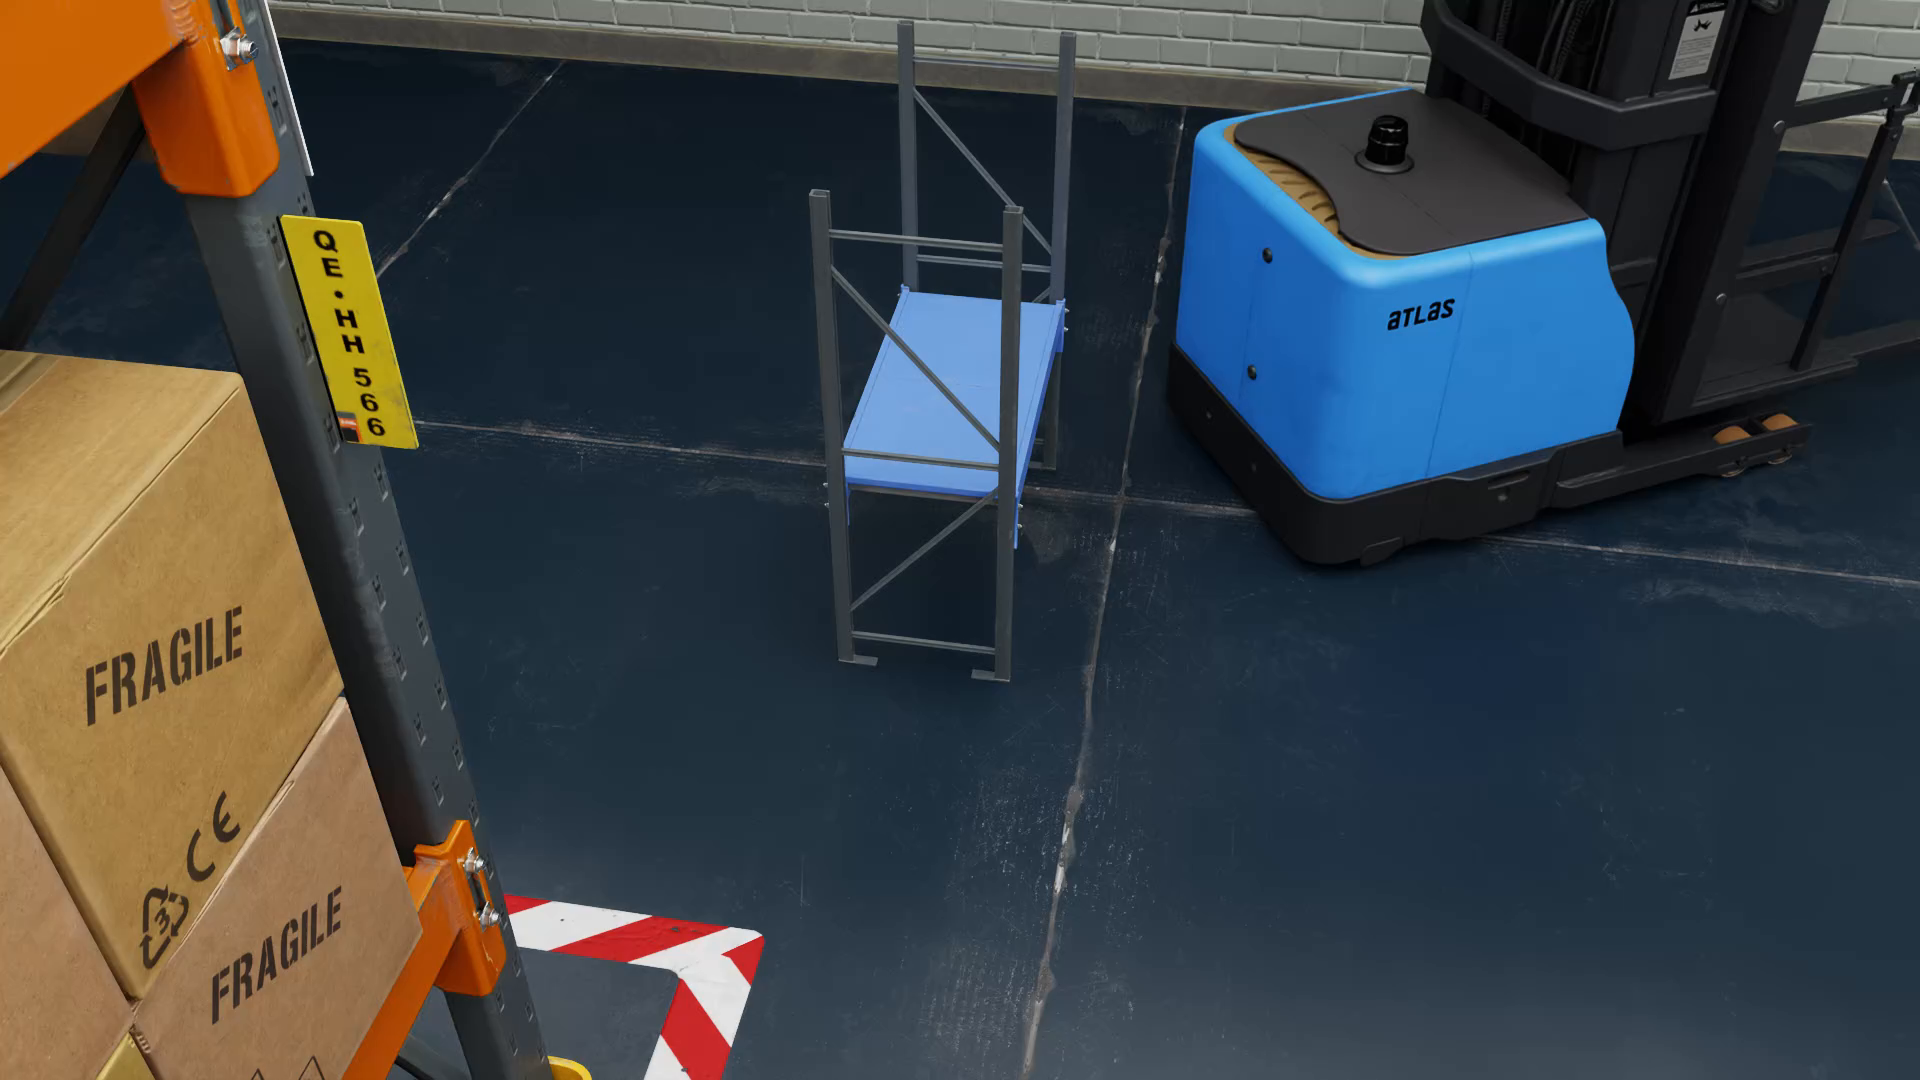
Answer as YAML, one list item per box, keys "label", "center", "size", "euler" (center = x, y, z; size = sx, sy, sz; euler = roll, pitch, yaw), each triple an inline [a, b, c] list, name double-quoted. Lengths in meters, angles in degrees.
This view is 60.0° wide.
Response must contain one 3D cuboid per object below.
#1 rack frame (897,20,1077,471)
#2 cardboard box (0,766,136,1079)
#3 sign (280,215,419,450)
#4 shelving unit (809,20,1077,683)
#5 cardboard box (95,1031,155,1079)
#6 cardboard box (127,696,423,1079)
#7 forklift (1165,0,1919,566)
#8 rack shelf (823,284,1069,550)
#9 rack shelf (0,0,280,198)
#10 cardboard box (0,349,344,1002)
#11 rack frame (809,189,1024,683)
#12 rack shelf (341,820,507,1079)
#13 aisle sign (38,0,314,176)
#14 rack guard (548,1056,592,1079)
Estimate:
- label: "rack frame"
  center: [0.073, -0.844, 5.093]
  size: [0.500, 1.500, 0.032]
  euler: [6, 40, 8]
- label: "cardboard box"
  center: [-1.181, 0.449, 1.490]
  size: [0.500, 0.500, 0.500]
  euler: [7, 40, 9]
- label: "sign"
  center: [-0.745, -0.248, 2.039]
  size: [0.100, 0.325, 0.005]
  euler: [6, 40, 8]
- label: "shelving unit"
  center: [-0.015, -0.524, 4.707]
  size: [0.538, 1.500, 1.048]
  euler: [6, 40, 8]
- label: "cardboard box"
  center: [-1.184, 0.845, 1.796]
  size: [0.500, 0.500, 0.500]
  euler: [7, 40, 8]
- label: "cardboard box"
  center: [-1.097, 0.519, 2.190]
  size: [0.500, 0.500, 0.500]
  euler: [8, 40, 9]
- label: "forklift"
  center: [2.278, -1.638, 4.931]
  size: [3.031, 2.935, 1.130]
  euler: [-14, 42, -16]
- label: "rack shelf"
  center: [-0.015, -0.386, 4.822]
  size: [0.538, 0.185, 1.000]
  euler: [6, 40, 8]
- label: "rack shelf"
  center: [-1.634, 0.623, 0.353]
  size: [1.077, 0.370, 4.000]
  euler: [6, 40, 8]
- label: "cardboard box"
  center: [-1.094, 0.132, 1.873]
  size: [0.500, 0.500, 0.500]
  euler: [6, 40, 7]
- label: "rack frame"
  center: [-0.103, -0.205, 4.321]
  size: [0.500, 1.500, 0.032]
  euler: [6, 40, 8]
- label: "rack shelf"
  center: [-1.634, 1.779, 1.309]
  size: [1.077, 0.370, 4.000]
  euler: [6, 40, 8]
- label: "aisle sign"
  center: [-0.974, -0.765, 1.781]
  size: [0.394, 0.787, 0.004]
  euler: [6, 40, 8]
- label: "rack guard"
  center: [-1.301, 1.257, 3.337]
  size: [1.175, 0.500, 0.348]
  euler: [6, 40, 8]
